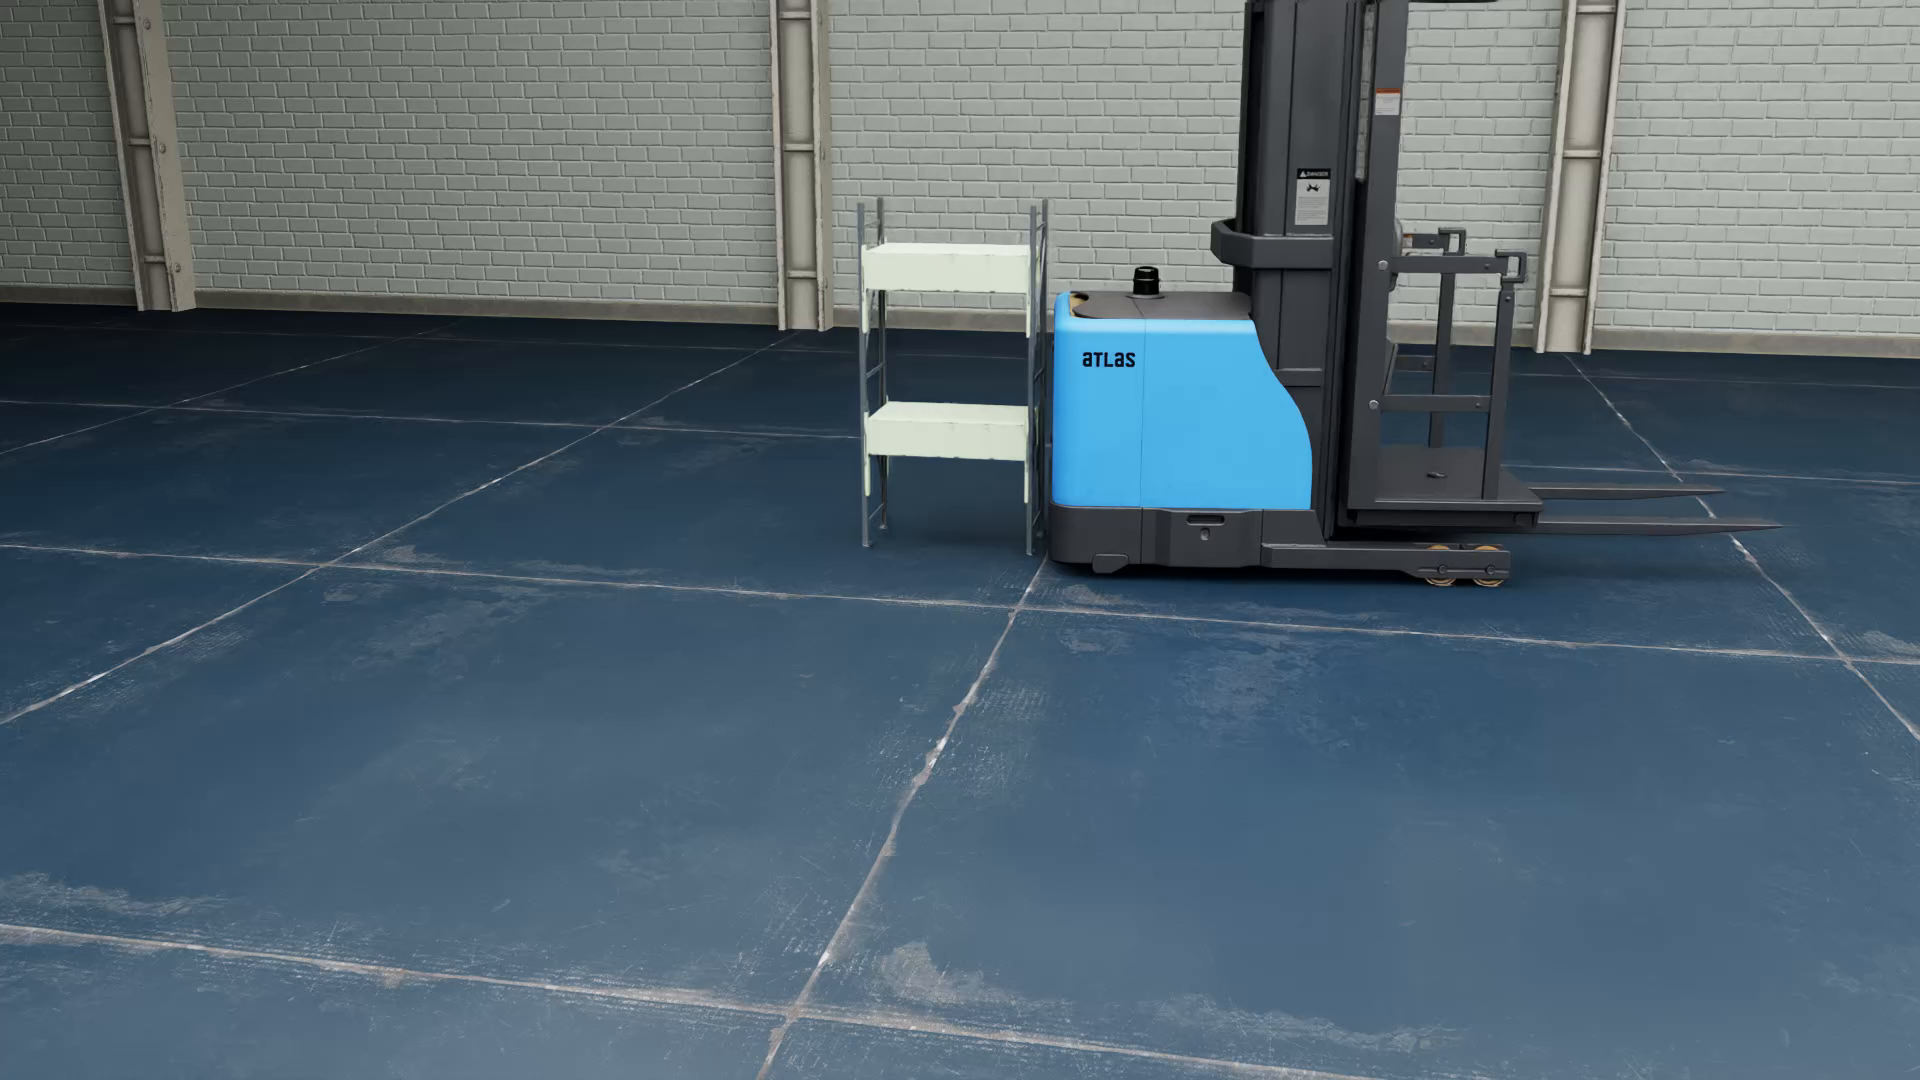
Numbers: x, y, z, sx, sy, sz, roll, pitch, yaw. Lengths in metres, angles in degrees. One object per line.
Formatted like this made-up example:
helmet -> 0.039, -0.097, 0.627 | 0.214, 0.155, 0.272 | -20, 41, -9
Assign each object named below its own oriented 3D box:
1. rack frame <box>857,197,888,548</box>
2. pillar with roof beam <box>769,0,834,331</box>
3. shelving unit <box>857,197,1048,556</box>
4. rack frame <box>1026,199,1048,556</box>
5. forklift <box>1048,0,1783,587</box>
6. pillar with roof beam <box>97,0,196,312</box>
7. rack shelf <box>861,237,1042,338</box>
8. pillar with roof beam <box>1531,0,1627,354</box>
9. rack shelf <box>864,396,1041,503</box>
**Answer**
rack frame -> -0.384, -0.740, 7.354 | 0.023, 1.500, 0.400 | 3, 16, 10
pillar with roof beam -> -2.139, -4.981, 8.618 | 0.400, 9.000, 9.100 | 3, 16, 11
shelving unit -> -0.024, -0.722, 7.290 | 0.755, 1.500, 0.431 | 3, 16, 10
rack frame -> 0.336, -0.705, 7.226 | 0.023, 1.500, 0.400 | 3, 16, 10
forklift -> 1.907, -1.366, 6.934 | 3.031, 2.935, 1.130 | 1, 16, 3
pillar with roof beam -> -8.018, -5.300, 9.770 | 0.400, 9.000, 9.100 | 3, 16, 11
rack shelf -> -0.024, -1.099, 7.186 | 0.720, 0.370, 0.431 | 3, 16, 10
pillar with roof beam -> 3.741, -4.662, 7.465 | 0.400, 9.000, 9.100 | 3, 16, 11
rack shelf -> -0.024, -0.408, 7.377 | 0.720, 0.370, 0.431 | 3, 16, 10
